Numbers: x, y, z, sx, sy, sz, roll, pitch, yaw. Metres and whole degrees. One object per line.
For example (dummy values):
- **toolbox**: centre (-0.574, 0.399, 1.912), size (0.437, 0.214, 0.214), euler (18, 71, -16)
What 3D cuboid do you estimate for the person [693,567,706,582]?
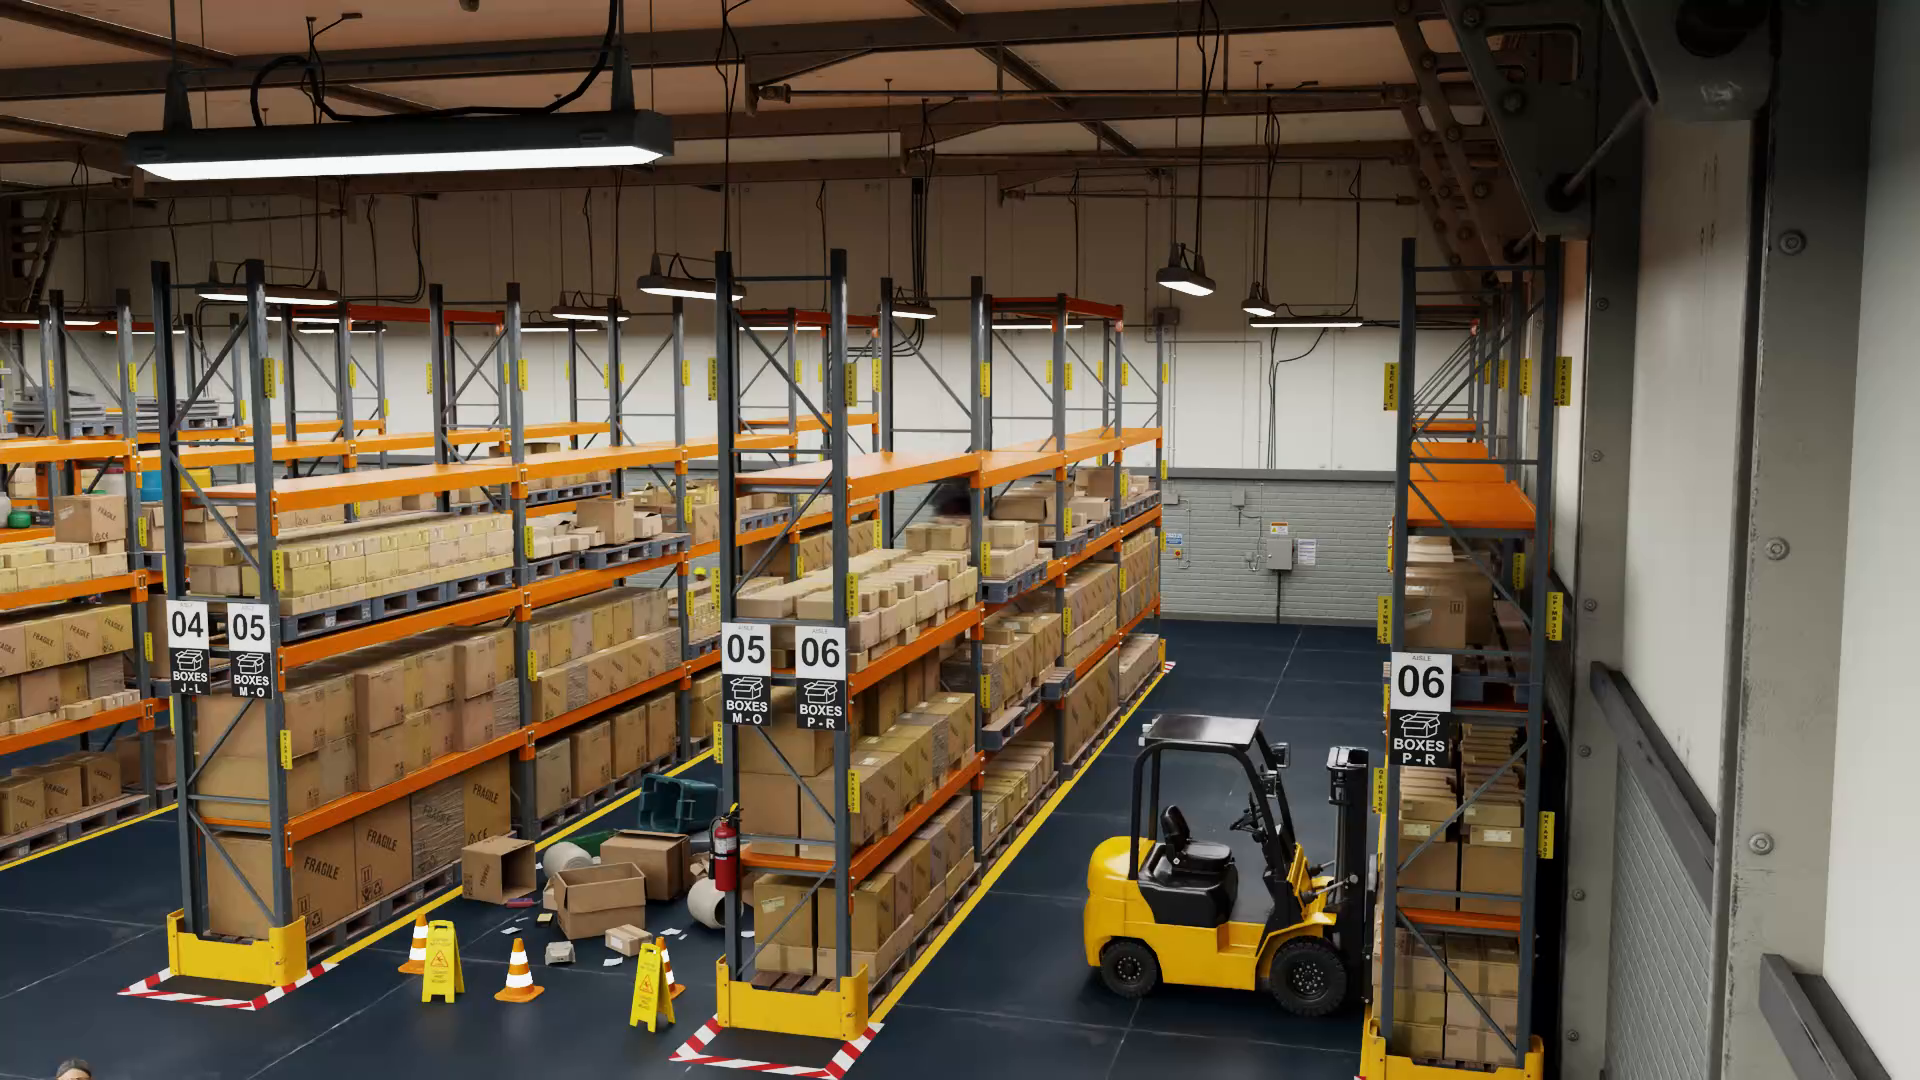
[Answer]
- **person**: centre (-4.323, 1.338, 27.687), size (0.707, 1.789, 0.939), euler (2, 6, 19)

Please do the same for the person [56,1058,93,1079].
- **person**: centre (-4.489, 3.467, 8.467), size (0.577, 1.670, 0.672), euler (-5, 8, -37)
